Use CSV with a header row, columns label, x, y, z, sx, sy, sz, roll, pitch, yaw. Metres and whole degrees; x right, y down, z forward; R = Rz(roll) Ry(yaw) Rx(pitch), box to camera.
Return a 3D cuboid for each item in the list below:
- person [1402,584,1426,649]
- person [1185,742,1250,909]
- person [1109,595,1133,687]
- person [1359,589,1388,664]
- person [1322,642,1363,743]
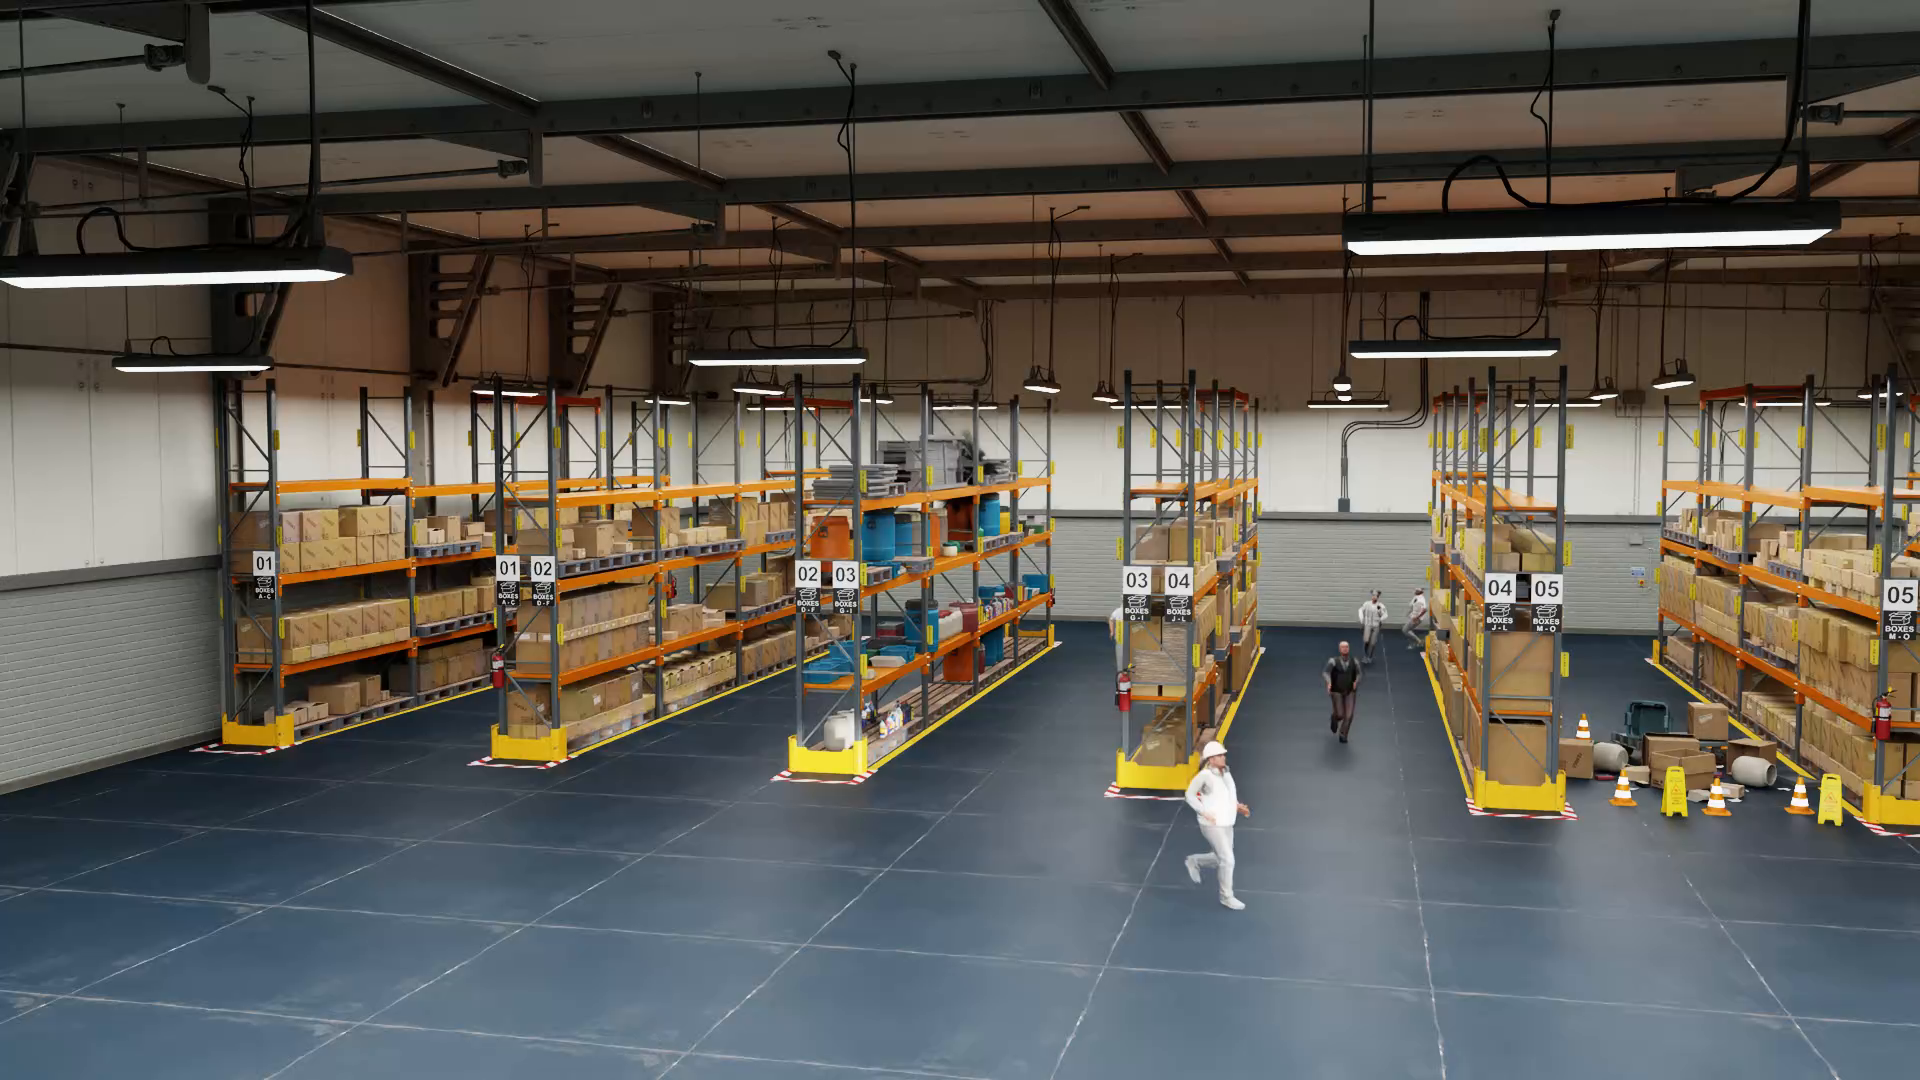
label,x,y,z,sx,sy,sz,roll,pitch,yaw
person,10.825,1.836,39.653,0.544,1.601,0.682,1,4,14
person,2.741,3.060,18.003,0.819,1.763,0.662,3,5,43
person,3.150,1.932,31.504,0.662,1.828,0.923,0,3,5
person,9.228,1.940,37.149,0.645,1.696,0.568,1,4,18
person,6.345,2.554,27.517,0.658,1.605,0.583,0,3,2
